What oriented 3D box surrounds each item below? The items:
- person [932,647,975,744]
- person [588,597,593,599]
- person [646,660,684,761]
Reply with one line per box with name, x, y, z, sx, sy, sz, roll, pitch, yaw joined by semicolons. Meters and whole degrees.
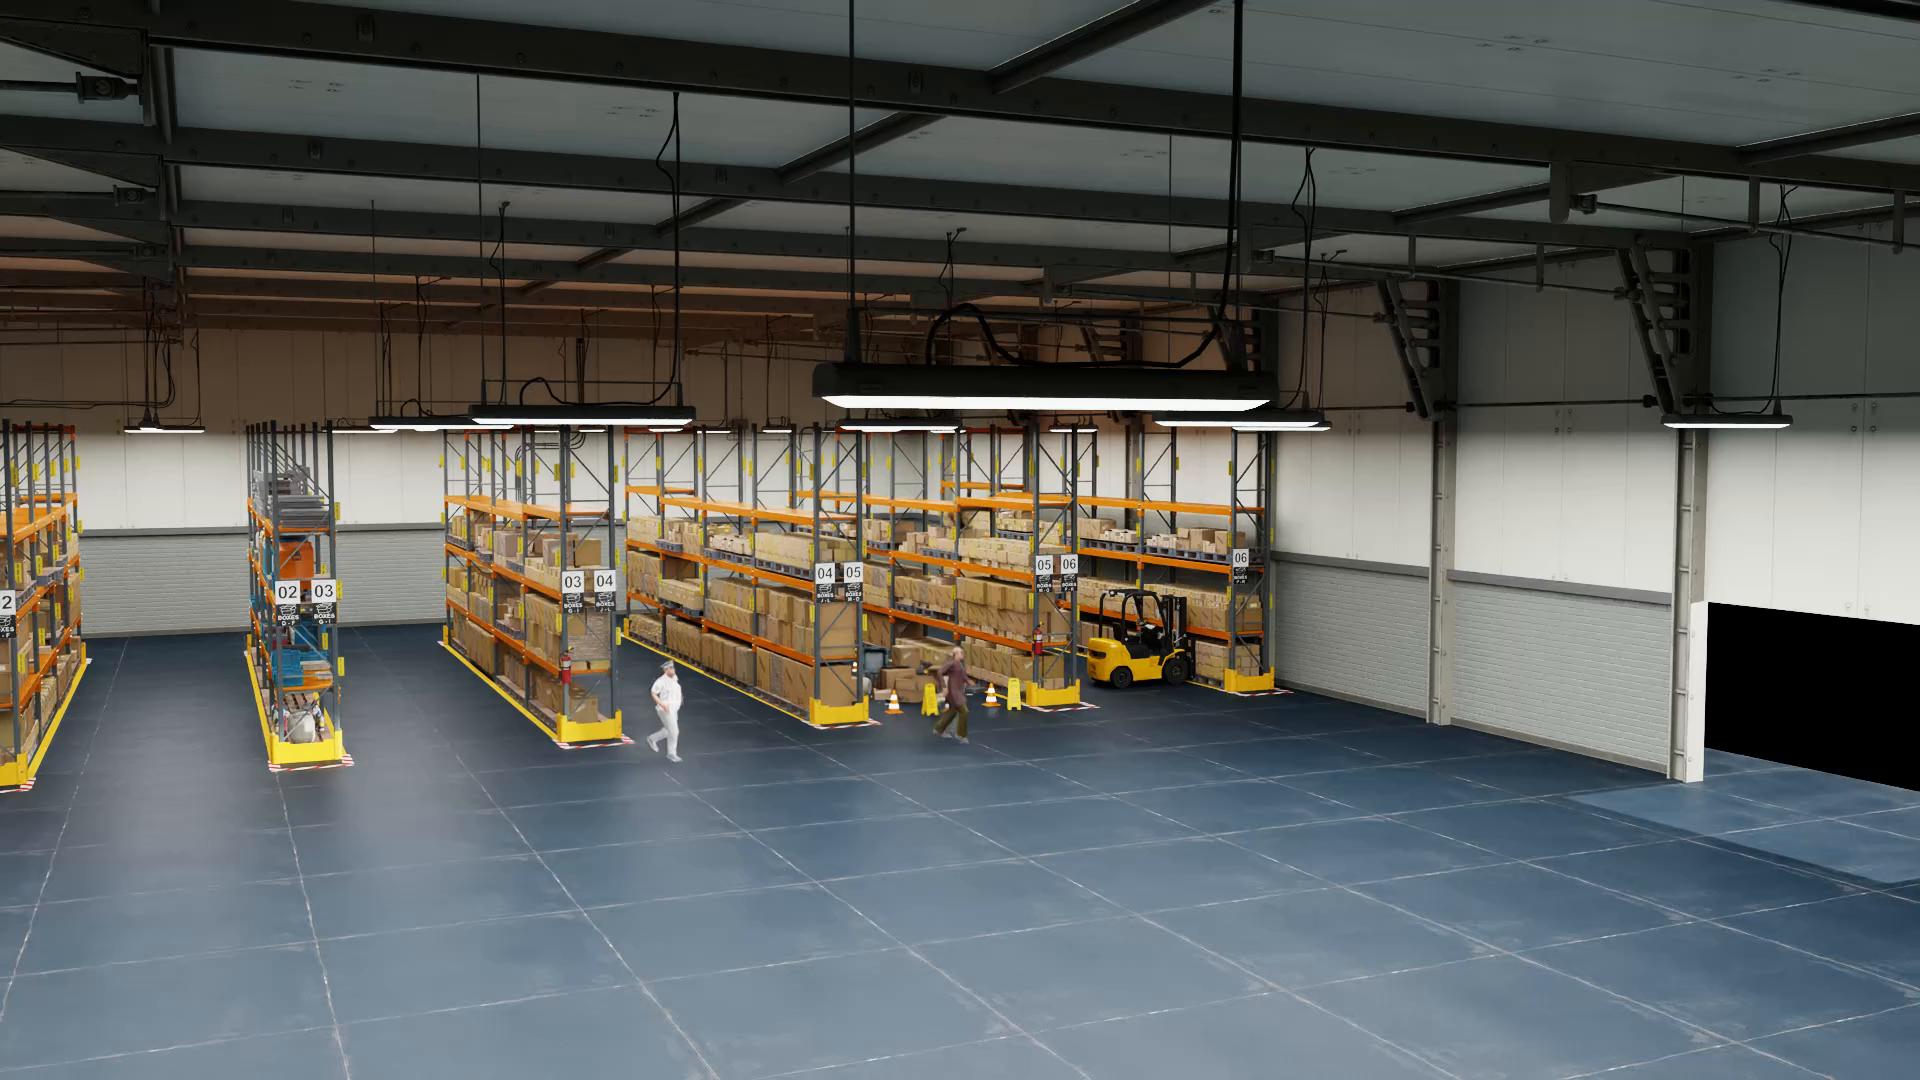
person;-0.133;2.933;31.116;0.853;1.875;0.703;1;4;17
person;-10.728;2.006;47.121;0.694;1.578;0.571;0;4;-6
person;-5.242;3.010;29.489;0.791;1.800;0.650;2;4;23
